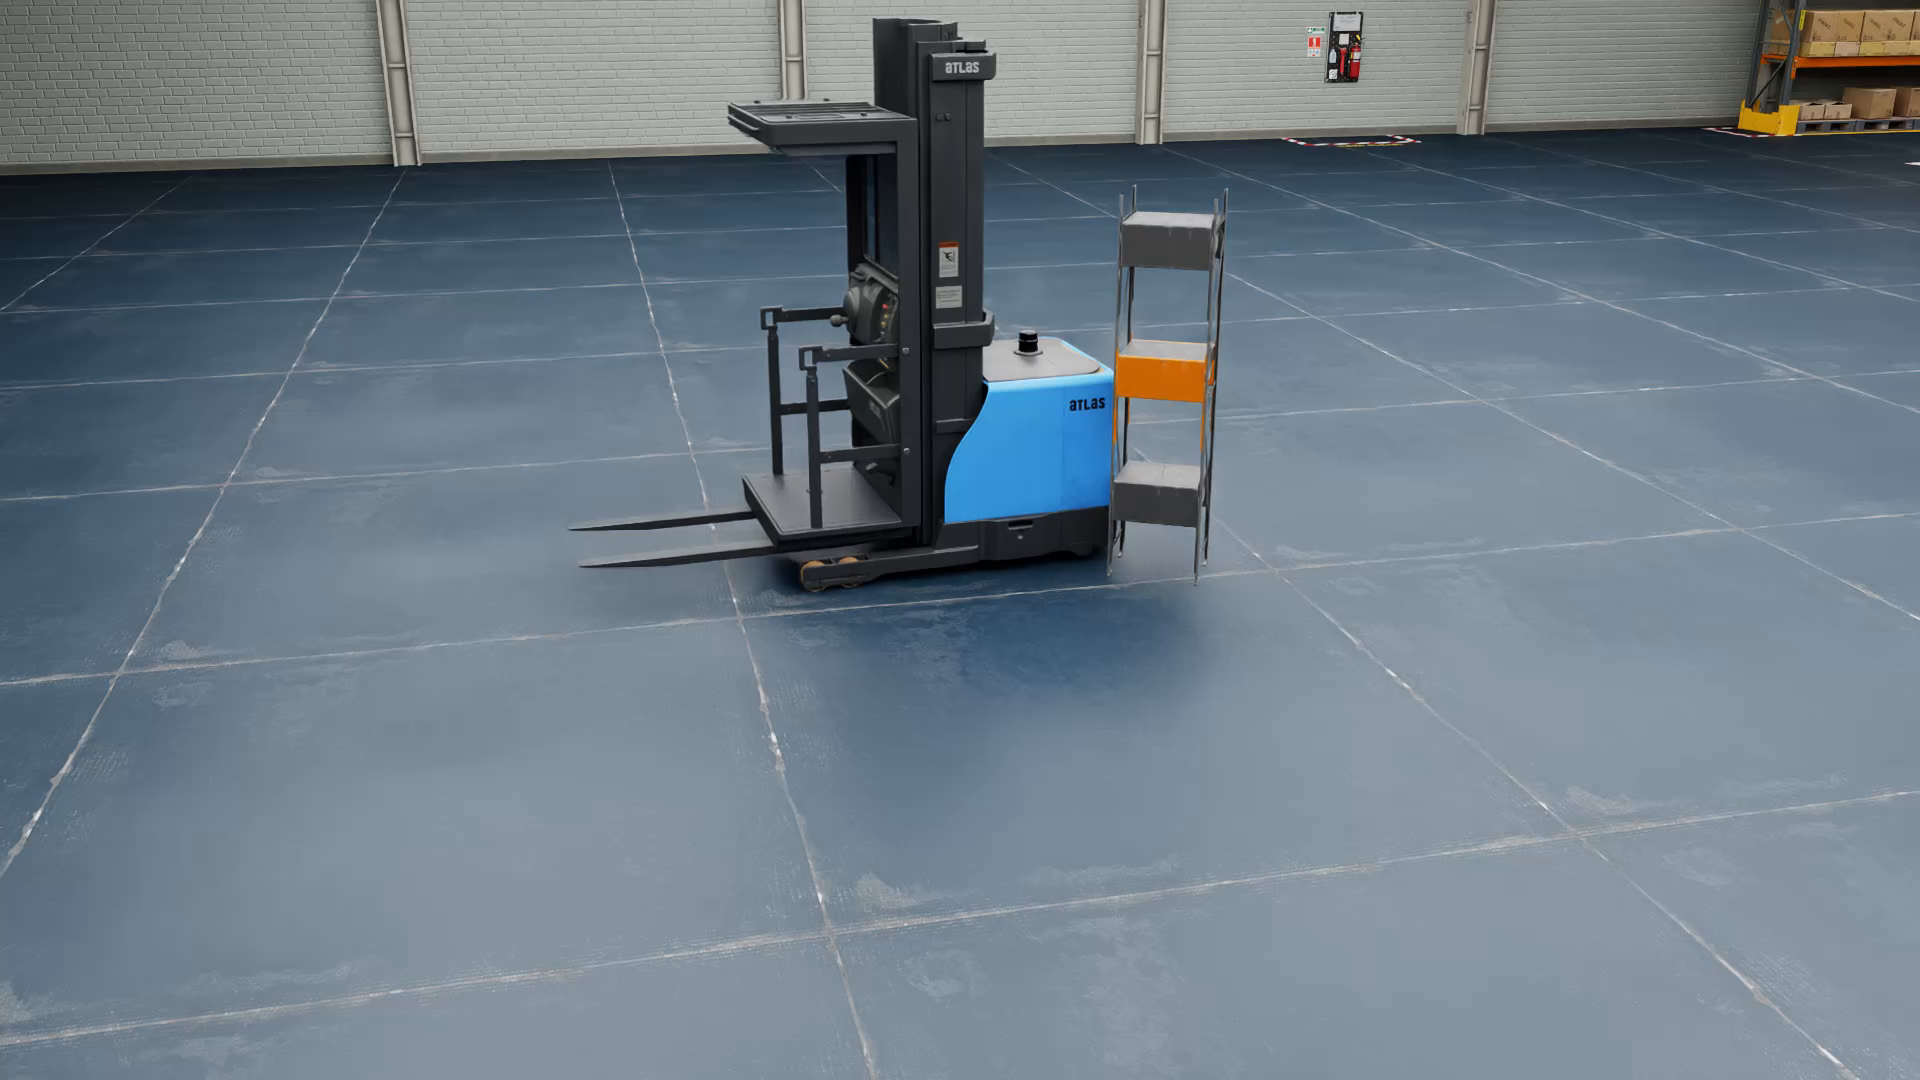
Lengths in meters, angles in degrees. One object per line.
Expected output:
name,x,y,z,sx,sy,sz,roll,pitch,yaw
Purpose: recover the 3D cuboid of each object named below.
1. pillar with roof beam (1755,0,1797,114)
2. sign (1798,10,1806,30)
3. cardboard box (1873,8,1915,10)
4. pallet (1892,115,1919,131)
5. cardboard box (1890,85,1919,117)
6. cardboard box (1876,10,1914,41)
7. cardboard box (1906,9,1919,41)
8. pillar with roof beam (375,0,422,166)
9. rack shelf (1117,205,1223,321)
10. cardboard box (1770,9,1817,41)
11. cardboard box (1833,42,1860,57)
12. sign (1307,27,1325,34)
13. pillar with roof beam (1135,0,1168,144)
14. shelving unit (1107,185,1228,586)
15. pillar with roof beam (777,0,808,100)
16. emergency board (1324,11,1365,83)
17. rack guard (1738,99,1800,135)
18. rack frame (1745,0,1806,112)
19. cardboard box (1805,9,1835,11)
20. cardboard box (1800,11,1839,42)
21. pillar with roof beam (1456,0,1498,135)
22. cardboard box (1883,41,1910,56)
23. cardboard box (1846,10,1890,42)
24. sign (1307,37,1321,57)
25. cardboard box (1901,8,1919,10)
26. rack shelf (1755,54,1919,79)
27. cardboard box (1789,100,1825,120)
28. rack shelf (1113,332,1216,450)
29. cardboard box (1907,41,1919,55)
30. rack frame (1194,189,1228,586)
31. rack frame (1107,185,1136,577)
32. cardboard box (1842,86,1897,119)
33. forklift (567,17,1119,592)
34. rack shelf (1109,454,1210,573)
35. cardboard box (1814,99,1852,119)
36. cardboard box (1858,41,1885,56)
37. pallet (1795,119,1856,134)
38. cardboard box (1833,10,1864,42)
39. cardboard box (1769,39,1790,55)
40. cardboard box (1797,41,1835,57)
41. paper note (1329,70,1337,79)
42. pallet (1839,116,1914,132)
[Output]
pillar with roof beam,15.860,-10.459,25.285,0.400,9.000,9.100,-5,21,-12
sign,14.512,-8.963,28.664,0.005,0.325,0.100,-5,21,-12
cardboard box,16.784,-9.302,29.945,0.500,0.500,0.500,-4,21,-11
pallet,17.634,-7.681,30.475,1.213,0.211,1.003,-5,21,-12
cardboard box,17.279,-7.992,30.267,0.500,0.500,0.500,-6,21,-17
cardboard box,16.408,-9.086,29.357,0.500,0.500,0.500,-4,20,-11
cardboard box,16.914,-9.128,29.470,0.500,0.500,0.500,-5,21,-14
pillar with roof beam,-7.496,-8.560,20.099,0.400,9.000,9.100,-5,21,-12
rack shelf,1.115,-1.468,8.775,0.480,0.518,0.431,6,21,15
cardboard box,14.797,-9.138,29.498,0.500,0.500,0.500,-5,21,-13
cardboard box,15.437,-8.656,29.272,0.500,0.250,0.500,-5,21,-14
sign,6.061,-8.679,28.325,0.331,0.109,0.001,-5,21,-12
pillar with roof beam,4.182,-9.510,22.692,0.400,9.000,9.100,-5,21,-12
shelving unit,1.115,-0.824,9.011,0.503,2.100,0.431,6,21,15
pillar with roof beam,-1.657,-9.035,21.396,0.400,9.000,9.100,-5,21,-12
emergency board,6.617,-8.426,28.455,0.643,1.169,0.194,-5,21,-12
rack guard,14.461,-7.571,29.755,0.348,0.500,1.175,-5,21,-12
rack frame,14.387,-8.738,29.309,0.127,3.000,1.000,-5,21,-12
cardboard box,15.289,-9.175,29.598,0.500,0.500,0.500,-4,21,-12
cardboard box,14.921,-8.967,29.031,0.500,0.500,0.500,-5,21,-12
pillar with roof beam,10.021,-9.984,23.988,0.400,9.000,9.100,-5,21,-12
cardboard box,16.427,-8.733,29.484,0.500,0.250,0.500,-4,21,-12
cardboard box,15.909,-9.041,29.234,0.500,0.500,0.500,-5,21,-14
sign,6.055,-8.433,28.424,0.234,0.329,0.001,-5,21,-12
cardboard box,17.270,-9.339,30.047,0.500,0.500,0.500,-5,21,-13
rack shelf,16.334,-8.559,29.865,4.000,0.370,1.077,-5,21,-12
cardboard box,15.081,-7.707,29.763,0.500,0.311,0.500,-7,21,-19
rack shelf,1.115,-0.811,9.016,0.480,0.518,0.431,6,21,15
cardboard box,16.916,-8.773,29.593,0.500,0.250,0.500,-5,21,-13
rack frame,1.349,-0.800,8.947,0.015,2.100,0.400,6,21,15
rack frame,0.881,-0.847,9.075,0.015,2.100,0.400,6,21,15
cardboard box,16.362,-7.882,29.966,0.500,0.500,0.700,-6,21,-16
forklift,-0.673,-1.296,9.091,3.031,2.935,1.130,-6,21,-17
rack shelf,1.115,-0.154,9.257,0.480,0.518,0.431,6,21,15
cardboard box,15.636,-7.752,29.886,0.500,0.311,0.500,-3,20,-8
cardboard box,15.934,-8.694,29.376,0.500,0.250,0.500,-5,21,-13
pallet,15.260,-7.488,29.948,1.213,0.211,1.003,-5,21,-12
cardboard box,15.404,-9.003,29.128,0.500,0.500,0.500,-5,21,-12
cardboard box,14.798,-8.779,29.609,0.500,0.250,0.500,-4,21,-12
cardboard box,14.935,-8.610,29.146,0.500,0.250,0.500,-5,21,-14
paper note,6.429,-8.021,28.631,0.142,0.148,0.016,-5,21,-12
pallet,16.445,-7.583,30.208,1.213,0.211,1.003,-5,21,-12
